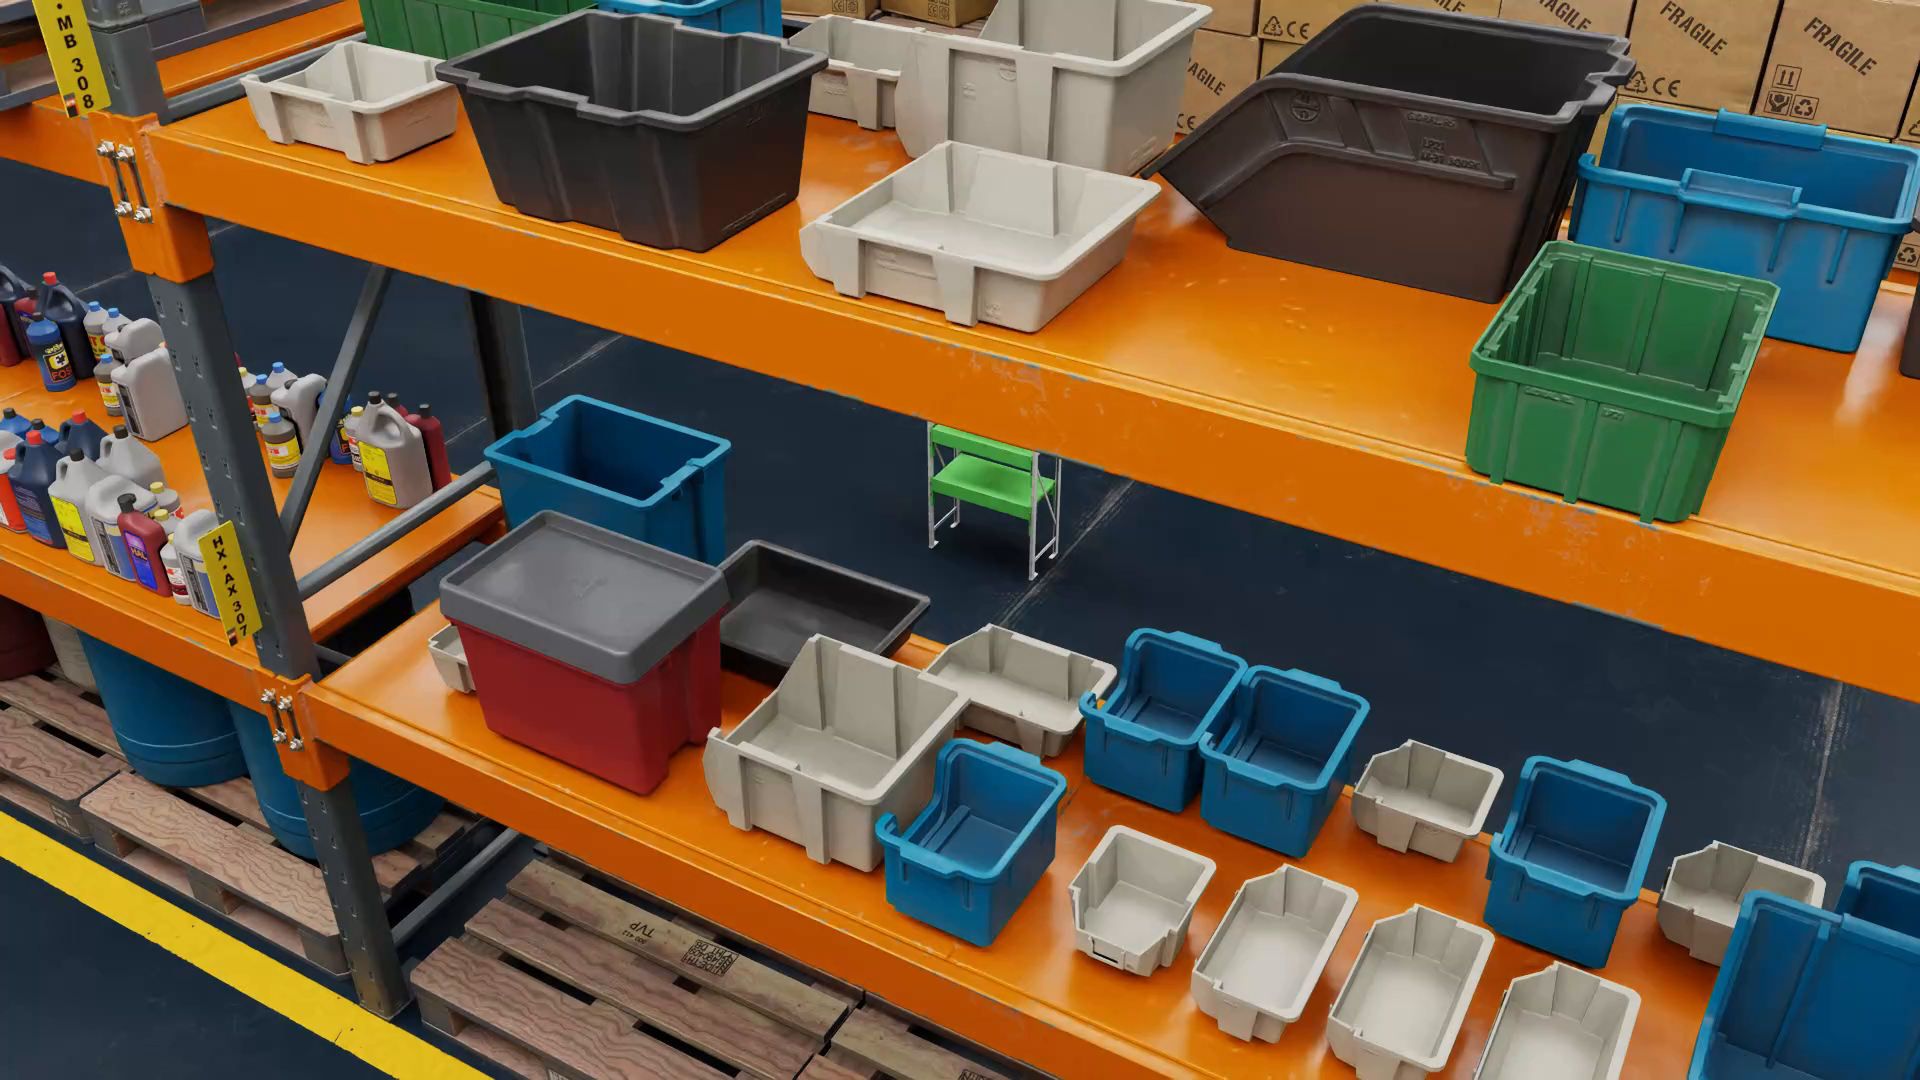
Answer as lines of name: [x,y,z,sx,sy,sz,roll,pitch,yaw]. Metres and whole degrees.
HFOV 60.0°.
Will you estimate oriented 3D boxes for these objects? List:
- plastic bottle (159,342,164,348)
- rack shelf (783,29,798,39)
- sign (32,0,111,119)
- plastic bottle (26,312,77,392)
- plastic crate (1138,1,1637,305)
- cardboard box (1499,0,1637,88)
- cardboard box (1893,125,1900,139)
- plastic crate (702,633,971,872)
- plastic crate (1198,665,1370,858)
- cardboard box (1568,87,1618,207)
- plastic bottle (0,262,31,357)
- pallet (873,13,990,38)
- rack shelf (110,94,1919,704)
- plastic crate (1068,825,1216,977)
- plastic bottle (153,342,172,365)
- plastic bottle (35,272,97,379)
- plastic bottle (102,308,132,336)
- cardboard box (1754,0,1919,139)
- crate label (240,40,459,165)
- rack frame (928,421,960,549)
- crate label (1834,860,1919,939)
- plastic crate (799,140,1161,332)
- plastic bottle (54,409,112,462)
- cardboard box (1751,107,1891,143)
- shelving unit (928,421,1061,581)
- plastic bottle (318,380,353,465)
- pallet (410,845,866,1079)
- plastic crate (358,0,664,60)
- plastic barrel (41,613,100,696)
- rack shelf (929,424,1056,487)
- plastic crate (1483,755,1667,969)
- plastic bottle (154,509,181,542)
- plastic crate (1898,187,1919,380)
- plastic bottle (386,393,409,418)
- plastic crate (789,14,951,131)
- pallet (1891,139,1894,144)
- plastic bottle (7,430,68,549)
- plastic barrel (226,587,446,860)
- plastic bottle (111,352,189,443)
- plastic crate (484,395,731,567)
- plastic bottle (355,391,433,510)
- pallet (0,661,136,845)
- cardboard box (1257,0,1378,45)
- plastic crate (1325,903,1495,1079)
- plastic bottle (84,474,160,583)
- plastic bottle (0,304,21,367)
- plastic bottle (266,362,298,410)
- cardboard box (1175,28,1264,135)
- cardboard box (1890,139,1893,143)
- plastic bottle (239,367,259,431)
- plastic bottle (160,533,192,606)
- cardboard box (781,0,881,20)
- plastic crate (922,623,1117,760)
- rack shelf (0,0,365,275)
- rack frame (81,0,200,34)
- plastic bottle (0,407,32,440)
plastic bottle: [-2.639,-0.566,5.573,0.097,0.201,0.097,0,34,0]
rack shelf: [-0.811,-2.671,9.204,4.000,0.370,1.077,18,37,24]
sign: [-1.810,-1.026,3.370,0.005,0.325,0.100,18,37,24]
plastic bottle: [-3.081,-0.643,5.625,0.097,0.271,0.097,0,34,0]
plastic crate: [0.747,-0.713,2.964,0.767,0.338,0.504,18,37,24]
cardboard box: [2.538,-2.189,6.838,0.500,0.500,0.500,19,38,26]
cardboard box: [6.196,-2.984,10.902,0.500,0.500,0.700,18,37,24]
plastic crate: [-0.301,0.495,3.853,0.530,0.282,0.437,18,37,24]
plastic crate: [0.743,0.518,3.862,0.300,0.233,0.416,18,37,24]
cardboard box: [2.554,-1.774,7.118,0.500,0.500,0.500,17,37,24]
plastic bottle: [-3.336,-0.834,5.840,0.185,0.351,0.144,18,37,24]
pallet: [0.286,-2.613,8.641,1.213,0.211,1.003,18,37,24]
rack shelf: [0.201,-0.437,3.143,4.000,0.370,1.077,18,37,24]
plastic crate: [0.375,0.786,3.548,0.250,0.136,0.298,18,37,24]
plastic bottle: [-2.552,-0.552,5.484,0.135,0.276,0.152,18,37,24]
plastic bottle: [-3.059,-0.746,5.709,0.185,0.351,0.144,18,37,24]
plastic bottle: [-2.841,-0.659,5.649,0.097,0.271,0.097,0,34,0]
cardboard box: [3.436,-1.907,6.415,0.500,0.500,0.500,19,38,26]
crate label: [-1.254,-0.903,3.432,0.466,0.136,0.293,18,37,24]
rack frame: [-0.068,-0.521,6.950,0.015,1.200,0.240,18,37,24]
crate label: [1.886,0.880,3.319,0.303,0.233,0.416,18,37,24]
plastic crate: [0.020,-0.526,2.865,0.530,0.136,0.437,18,37,24]
plastic bottle: [-2.585,-0.233,4.938,0.185,0.351,0.144,18,37,24]
cardboard box: [3.422,-1.496,6.699,0.500,0.500,0.500,18,38,25]
shelving unit: [0.144,-0.454,6.849,0.503,1.200,0.258,18,37,24]
plastic bottle: [-1.952,-0.377,5.226,0.097,0.271,0.097,0,34,0]
pallet: [-0.878,1.306,5.098,1.213,0.211,1.003,18,37,24]
plastic crate: [-1.018,-1.227,3.872,0.662,0.188,0.450,18,37,24]
plastic barrel: [-3.060,0.272,6.001,0.421,0.512,0.421,0,34,0]
rack shelf: [0.144,-0.401,6.884,0.480,0.148,0.258,18,37,24]
plastic crate: [1.315,0.699,3.591,0.300,0.233,0.416,18,37,24]
plastic bottle: [-2.238,0.007,4.712,0.097,0.201,0.097,0,34,0]
plastic crate: [1.741,-0.372,2.514,0.590,0.269,0.497,18,37,24]
plastic bottle: [-1.758,-0.332,5.148,0.133,0.283,0.061,18,37,24]
plastic crate: [-0.242,-1.010,3.592,0.466,0.136,0.293,18,37,24]
pallet: [6.120,-2.727,11.155,1.213,0.211,1.003,18,37,24]
plastic bottle: [-2.656,-0.164,4.834,0.185,0.351,0.144,18,37,24]
plastic barrel: [-1.999,0.503,5.303,0.708,0.901,0.600,18,37,24]
plastic bottle: [-2.628,-0.479,5.374,0.135,0.276,0.152,18,37,24]
plastic crate: [-0.961,-0.092,4.642,0.575,0.384,0.392,18,37,24]
plastic bottle: [-1.715,-0.282,5.011,0.185,0.351,0.144,18,37,24]
pallet: [-3.248,0.555,6.226,1.213,0.211,1.003,18,37,24]
cardboard box: [1.643,-2.472,7.264,0.500,0.500,0.500,16,37,23]
plastic crate: [0.895,0.923,3.342,0.243,0.136,0.396,18,37,24]
plastic bottle: [-2.355,-0.040,4.715,0.135,0.276,0.152,18,37,24]
plastic bottle: [-3.364,-0.749,5.774,0.133,0.283,0.061,18,37,24]
plastic bottle: [-2.153,-0.441,5.322,0.097,0.271,0.097,0,34,0]
cardboard box: [1.233,-2.191,7.744,0.500,0.500,0.500,19,38,26]
cardboard box: [3.693,-1.751,7.082,0.500,0.500,0.500,17,37,24]
plastic bottle: [-2.322,-0.465,5.422,0.097,0.201,0.097,0,34,0]
plastic bottle: [-2.152,0.073,4.613,0.097,0.201,0.097,0,34,0]
cardboard box: [-0.639,-3.093,8.720,0.500,0.500,0.700,8,35,12]
plastic crate: [0.125,0.381,4.156,0.466,0.136,0.293,18,37,24]
rack shelf: [-3.272,-1.537,4.795,4.000,0.370,1.077,18,37,24]
rack frame: [-1.536,-2.535,2.938,0.127,3.000,1.000,18,37,24]
plastic bottle: [-2.864,-0.279,5.078,0.097,0.271,0.097,0,34,0]
